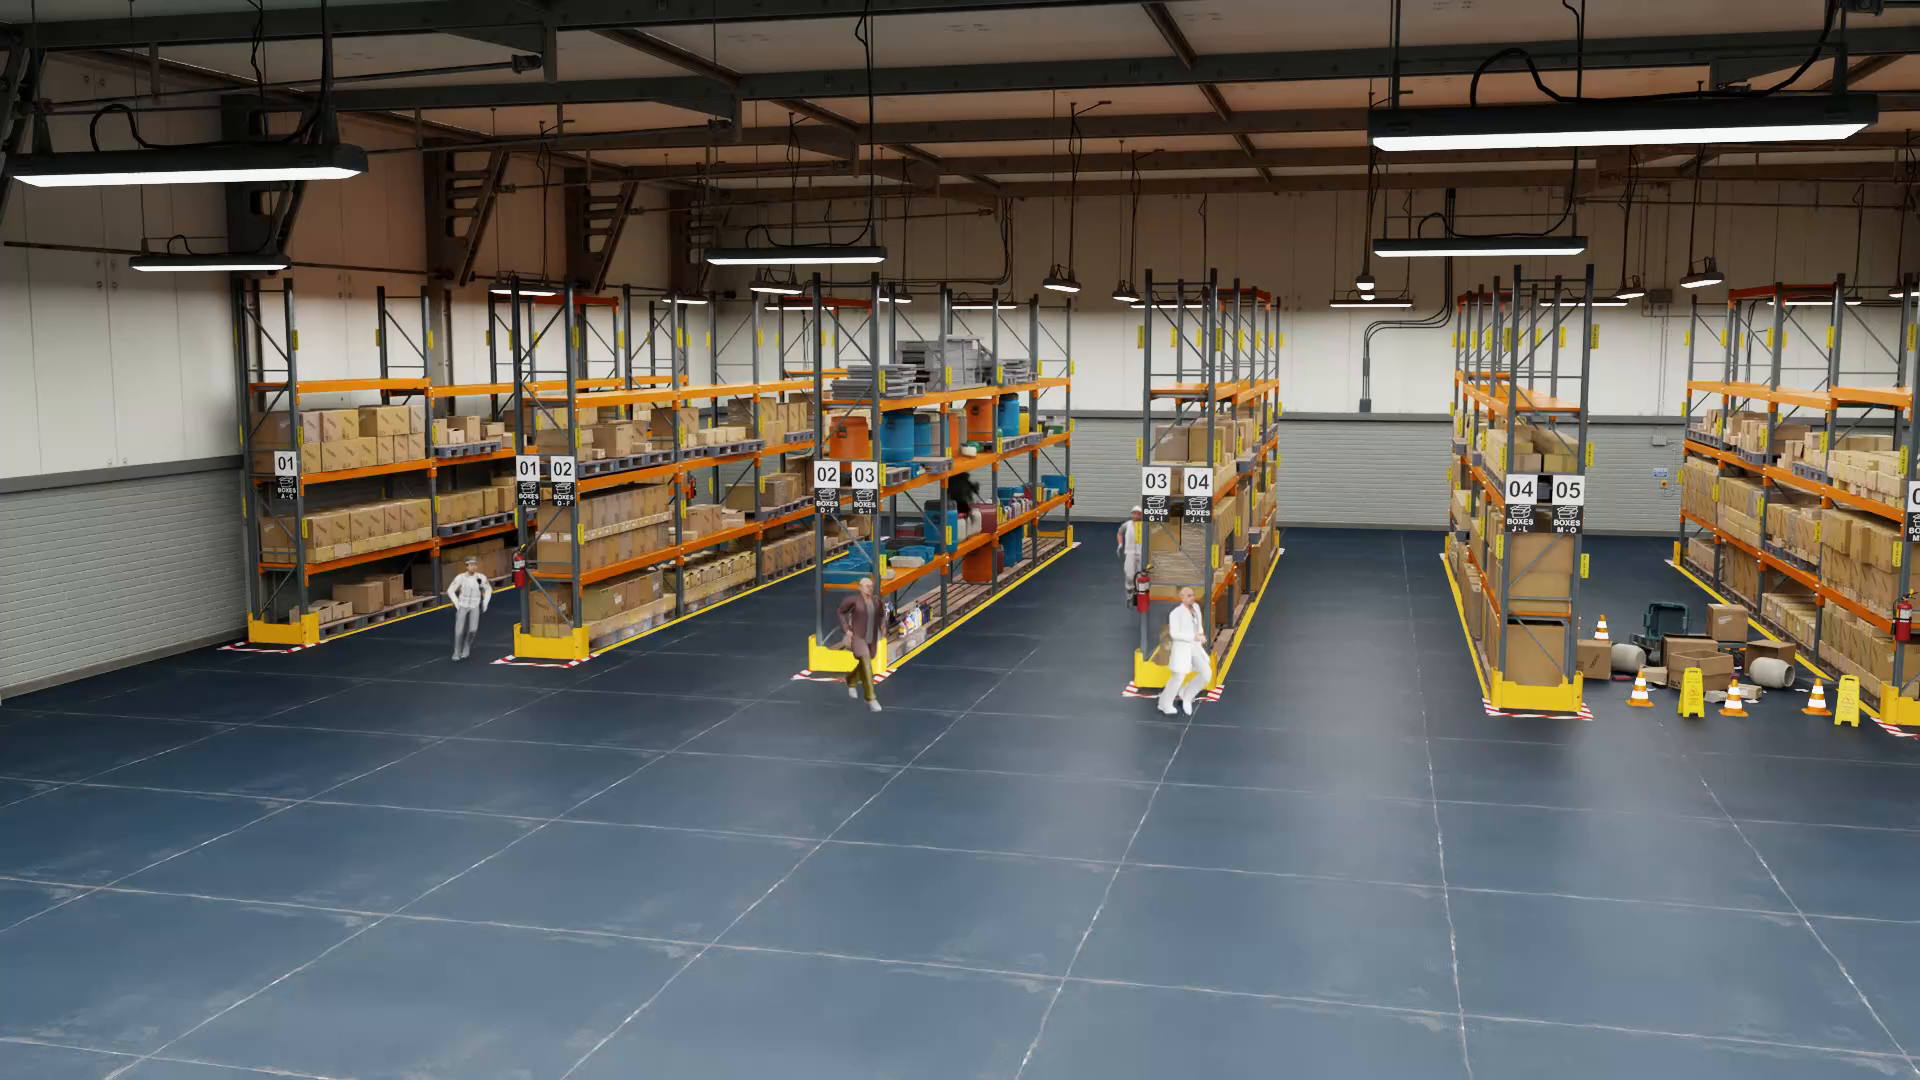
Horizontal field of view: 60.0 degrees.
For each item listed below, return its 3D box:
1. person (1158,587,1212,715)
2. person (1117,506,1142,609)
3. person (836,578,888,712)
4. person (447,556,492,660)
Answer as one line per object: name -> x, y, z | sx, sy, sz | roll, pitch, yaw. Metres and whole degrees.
person -> 3.033, 1.481, 22.084 | 0.732, 1.730, 0.892 | -5, 8, -34
person -> 3.102, 0.313, 29.442 | 0.641, 1.837, 0.690 | 0, 7, 4
person -> -1.338, 1.395, 22.834 | 0.673, 1.794, 1.021 | -5, 9, -39
person -> -7.688, 1.067, 26.111 | 0.680, 1.641, 0.559 | -2, 7, -18
